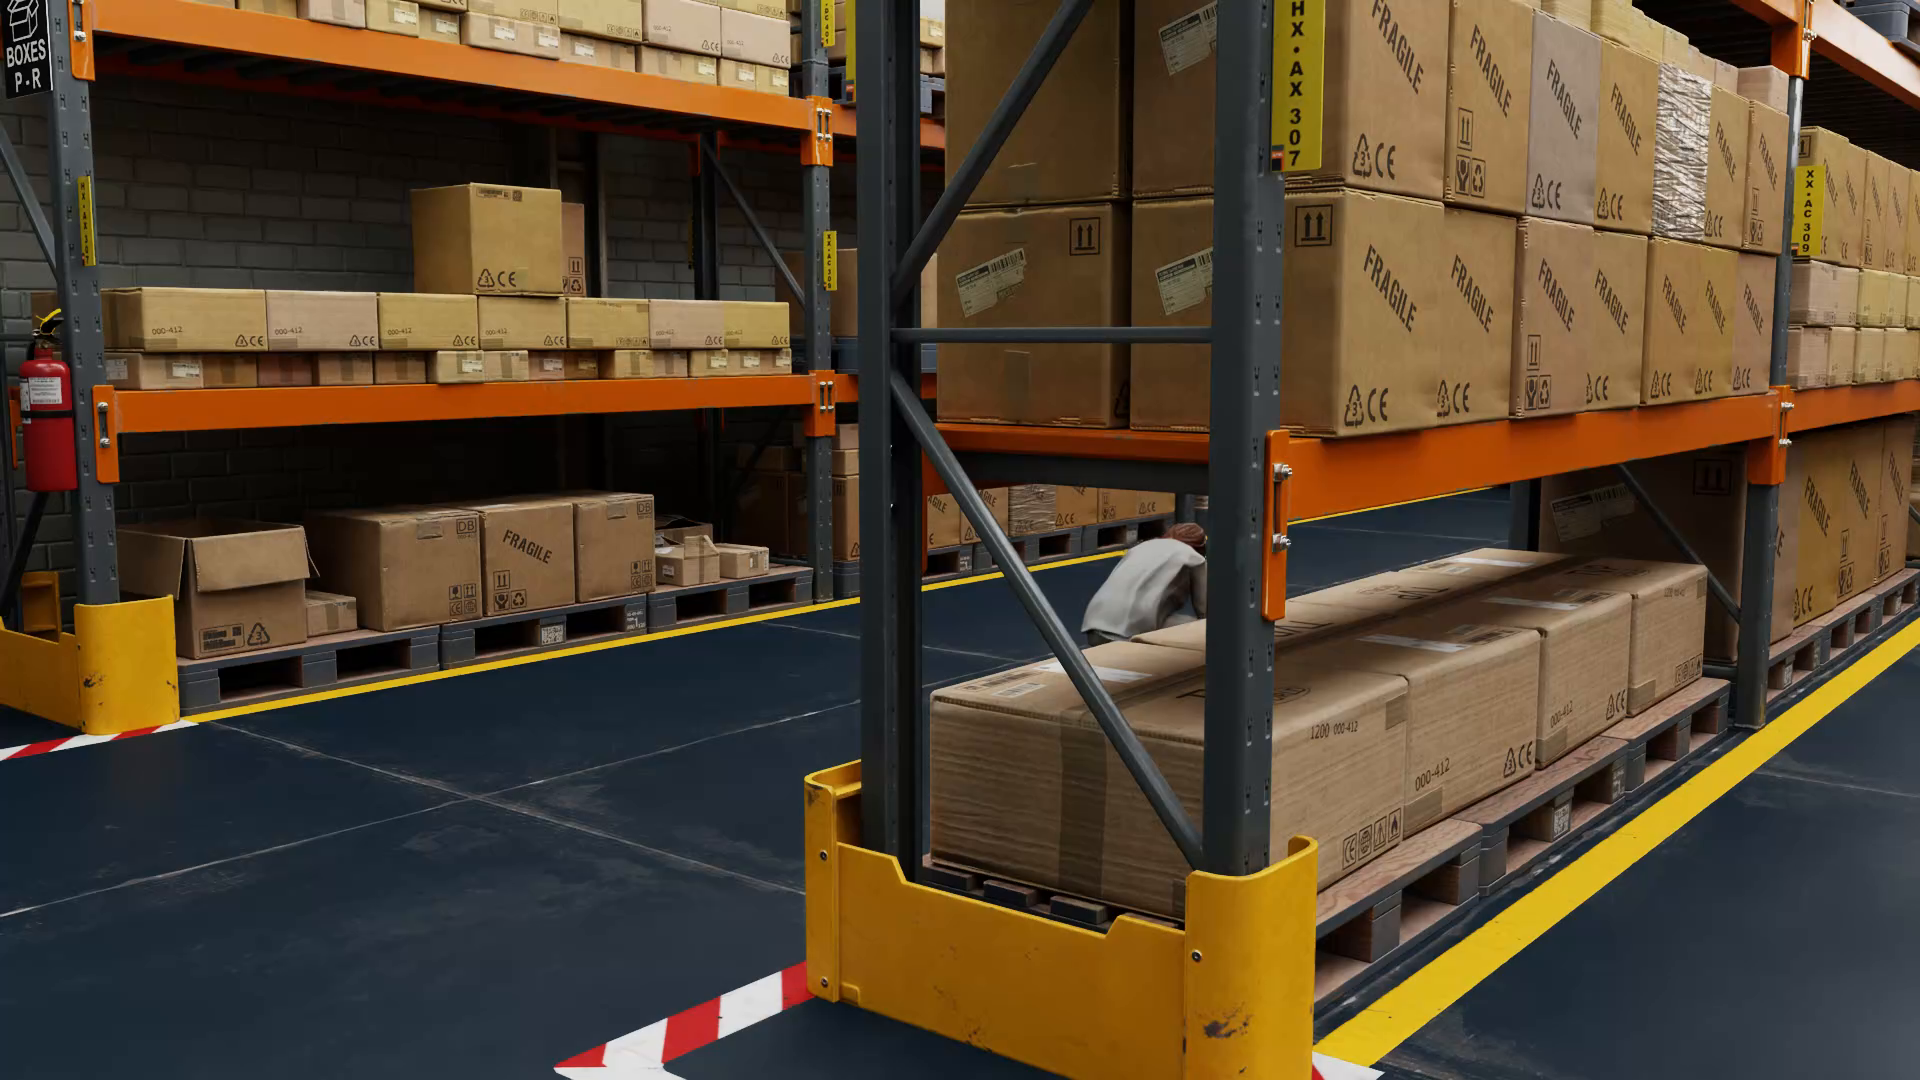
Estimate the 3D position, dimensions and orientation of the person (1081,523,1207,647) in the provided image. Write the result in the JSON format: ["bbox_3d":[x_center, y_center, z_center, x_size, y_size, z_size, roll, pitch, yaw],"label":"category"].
[{"bbox_3d":[0.799,0.340,6.792,0.436,0.761,0.814,6,9,39],"label":"person"}]
